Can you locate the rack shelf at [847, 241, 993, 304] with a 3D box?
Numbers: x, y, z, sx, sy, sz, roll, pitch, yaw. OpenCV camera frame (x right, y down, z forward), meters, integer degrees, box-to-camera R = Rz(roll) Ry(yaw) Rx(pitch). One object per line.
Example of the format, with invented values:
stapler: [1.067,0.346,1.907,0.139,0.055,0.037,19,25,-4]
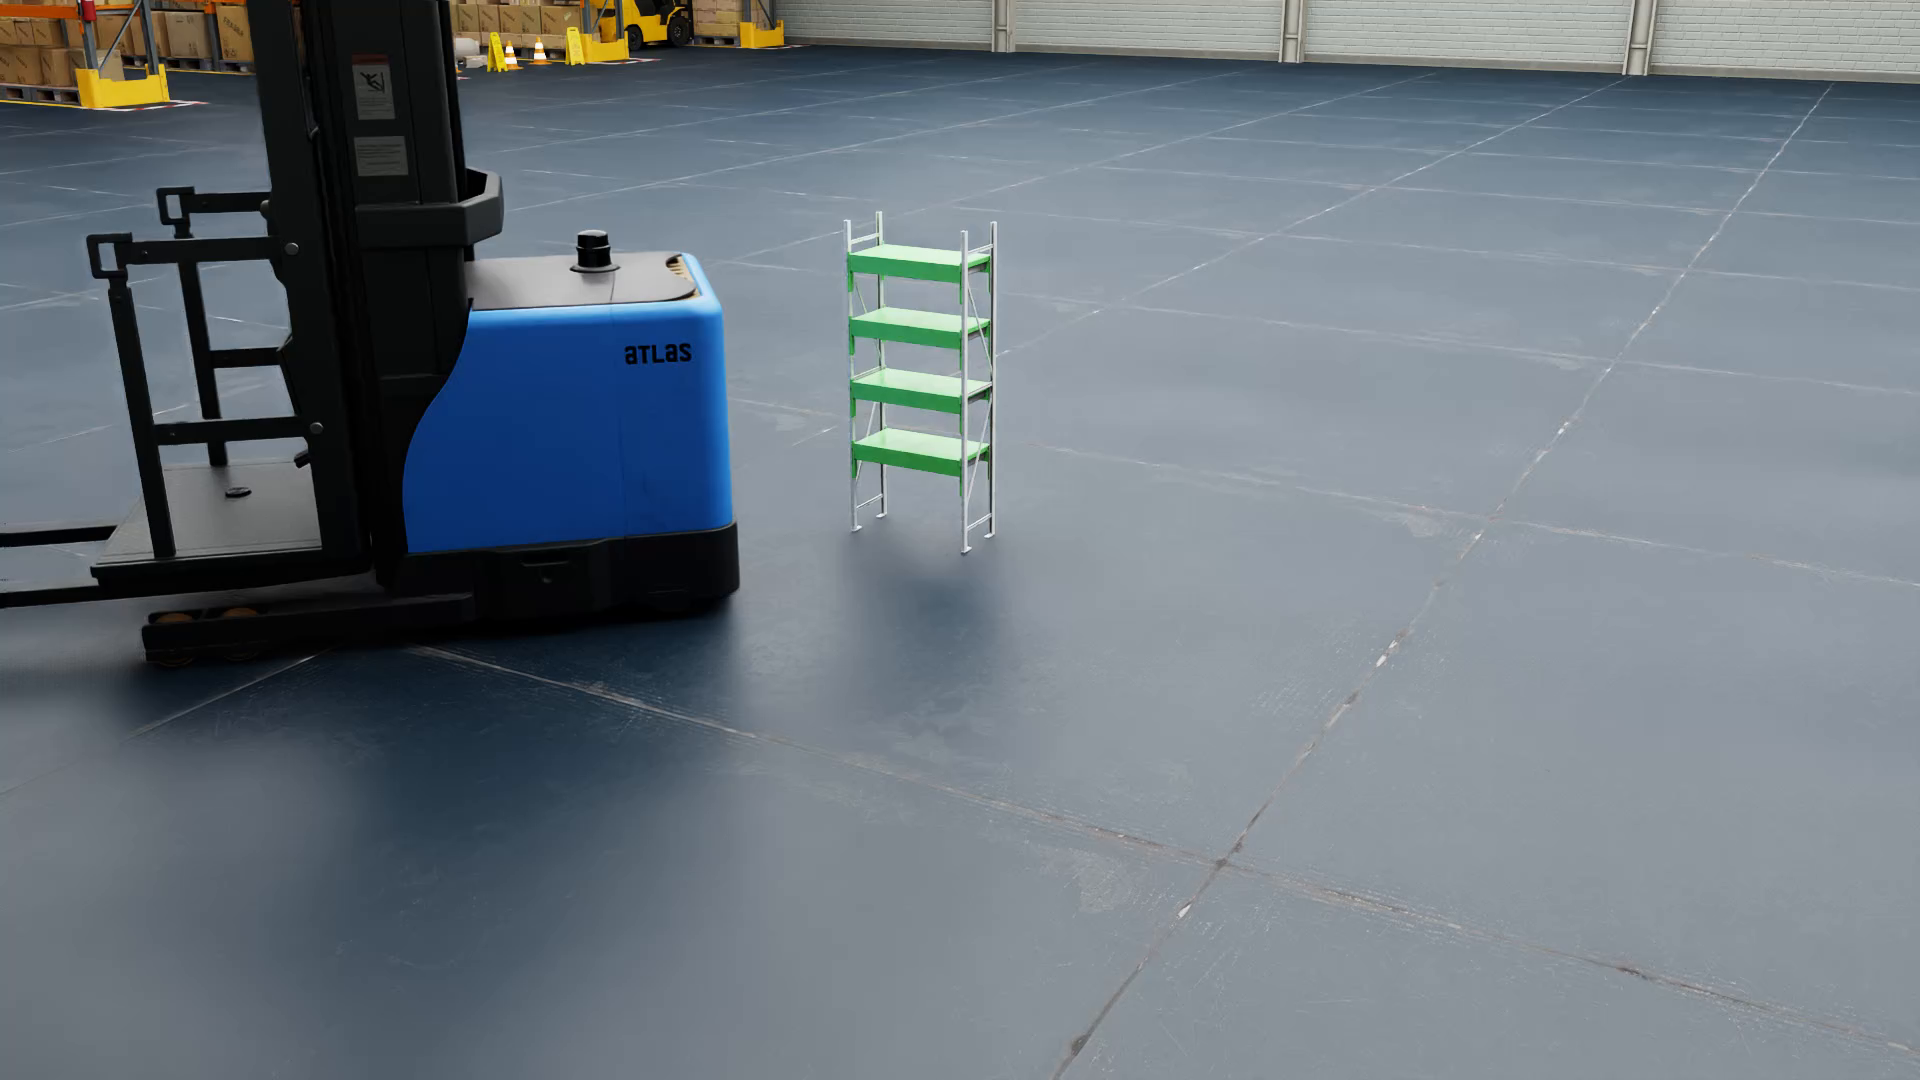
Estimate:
rack shelf: [-0.144,-0.983,6.095,0.480,0.148,0.258,11,23,27]

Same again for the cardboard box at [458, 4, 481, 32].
cardboard box: [-9.244,-10.025,31.921,0.500,0.500,0.500,12,23,29]

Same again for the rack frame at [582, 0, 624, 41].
rack frame: [-6.608,-10.367,30.545,0.127,3.000,1.000,11,23,27]

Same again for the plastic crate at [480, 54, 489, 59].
plastic crate: [-9.130,-9.154,31.484,0.583,0.080,0.402,3,20,9]

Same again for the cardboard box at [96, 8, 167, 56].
cardboard box: [-14.666,-9.074,29.665,0.750,0.750,1.050,11,23,28]

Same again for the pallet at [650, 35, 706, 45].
pallet: [-5.940,-10.852,35.973,1.213,0.211,1.003,11,23,27]

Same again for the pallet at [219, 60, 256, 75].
pallet: [-11.801,-8.081,28.333,1.213,0.211,1.003,11,23,27]

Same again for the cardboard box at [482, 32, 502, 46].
cardboard box: [-8.781,-9.586,31.808,0.500,0.250,0.500,10,22,27]

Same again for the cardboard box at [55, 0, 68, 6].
cardboard box: [-12.009,-7.326,22.532,0.250,0.149,0.380,11,23,27]

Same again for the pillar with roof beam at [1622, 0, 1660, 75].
pillar with roof beam: [9.256,-10.774,22.871,0.400,9.000,9.100,11,23,27]

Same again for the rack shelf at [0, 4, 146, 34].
rack shelf: [-13.187,-7.411,23.452,4.000,0.370,1.077,11,23,27]

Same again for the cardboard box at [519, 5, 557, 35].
cardboard box: [-7.892,-9.766,31.205,0.500,0.500,0.500,12,23,29]

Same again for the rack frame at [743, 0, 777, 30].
rack frame: [-4.191,-11.845,34.621,0.127,3.000,1.000,11,23,27]

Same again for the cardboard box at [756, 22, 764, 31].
cardboard box: [-4.524,-10.890,35.404,0.500,0.250,0.500,11,23,28]

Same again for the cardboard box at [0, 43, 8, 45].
cardboard box: [-14.100,-6.933,24.128,0.500,0.500,0.500,-17,26,-39]

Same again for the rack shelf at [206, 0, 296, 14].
rack shelf: [-10.680,-8.871,27.476,4.000,0.370,1.077,11,23,27]

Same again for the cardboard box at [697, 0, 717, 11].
cardboard box: [-5.194,-11.287,35.032,0.500,0.250,0.500,11,23,28]

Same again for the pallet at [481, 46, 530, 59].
pallet: [-8.428,-9.417,32.018,1.213,0.211,1.003,11,23,27]

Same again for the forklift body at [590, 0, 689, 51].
forklift body: [-6.736,-11.218,34.138,1.214,2.155,2.313,11,23,27]

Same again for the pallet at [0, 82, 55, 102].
pallet: [-13.261,-6.467,23.884,1.213,0.211,1.003,11,23,27]

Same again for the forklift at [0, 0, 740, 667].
forklift: [-2.331,-1.175,5.306,3.031,2.935,1.130,-5,20,-13]

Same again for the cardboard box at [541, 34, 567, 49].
cardboard box: [-7.466,-9.330,31.103,0.500,0.250,0.500,11,23,27]

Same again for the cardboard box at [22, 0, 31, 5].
cardboard box: [-12.661,-7.453,22.880,0.250,0.149,0.380,11,23,27]

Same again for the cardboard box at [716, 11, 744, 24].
cardboard box: [-4.768,-10.973,34.899,0.500,0.250,0.500,10,22,27]

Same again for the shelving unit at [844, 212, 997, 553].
shelving unit: [-0.145,-0.592,6.236,0.503,1.200,0.258,11,23,27]

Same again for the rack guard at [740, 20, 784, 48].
rack guard: [-4.170,-10.666,35.036,0.348,0.500,1.175,11,23,27]

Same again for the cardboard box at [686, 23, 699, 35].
cardboard box: [-5.617,-10.905,35.447,0.500,0.250,0.500,11,23,28]

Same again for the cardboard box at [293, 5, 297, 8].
cardboard box: [-11.122,-8.466,27.805,0.875,0.875,0.875,11,23,28]

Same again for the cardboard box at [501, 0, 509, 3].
cardboard box: [-10.063,-12.043,38.031,0.625,0.625,0.875,12,23,29]

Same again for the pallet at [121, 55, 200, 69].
pallet: [-14.206,-8.539,29.596,1.213,0.211,1.003,11,23,27]

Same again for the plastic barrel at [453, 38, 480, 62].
plastic barrel: [-9.150,-9.049,30.689,0.512,0.421,0.421,-7,21,-20]

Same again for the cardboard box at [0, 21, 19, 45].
cardboard box: [-17.541,-9.431,31.016,0.500,0.500,0.500,10,22,25]

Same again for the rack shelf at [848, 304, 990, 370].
rack shelf: [-0.145,-0.757,6.176,0.480,0.148,0.258,11,23,27]

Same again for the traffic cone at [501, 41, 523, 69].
traffic cone: [-7.857,-8.475,29.050,0.334,0.463,0.336,11,23,27]

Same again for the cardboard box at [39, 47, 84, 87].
cardboard box: [-12.517,-6.637,23.313,0.500,0.500,0.500,18,27,41]

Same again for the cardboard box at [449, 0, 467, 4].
cardboard box: [-9.637,-10.377,31.939,0.250,0.149,0.380,11,23,28]

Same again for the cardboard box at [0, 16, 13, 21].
cardboard box: [-17.525,-9.787,30.898,0.500,0.250,0.500,11,23,29]

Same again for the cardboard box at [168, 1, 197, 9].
cardboard box: [-16.504,-11.482,36.119,0.875,0.875,0.875,12,23,29]

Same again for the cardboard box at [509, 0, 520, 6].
cardboard box: [-8.235,-10.113,31.211,0.250,0.149,0.380,12,23,30]
